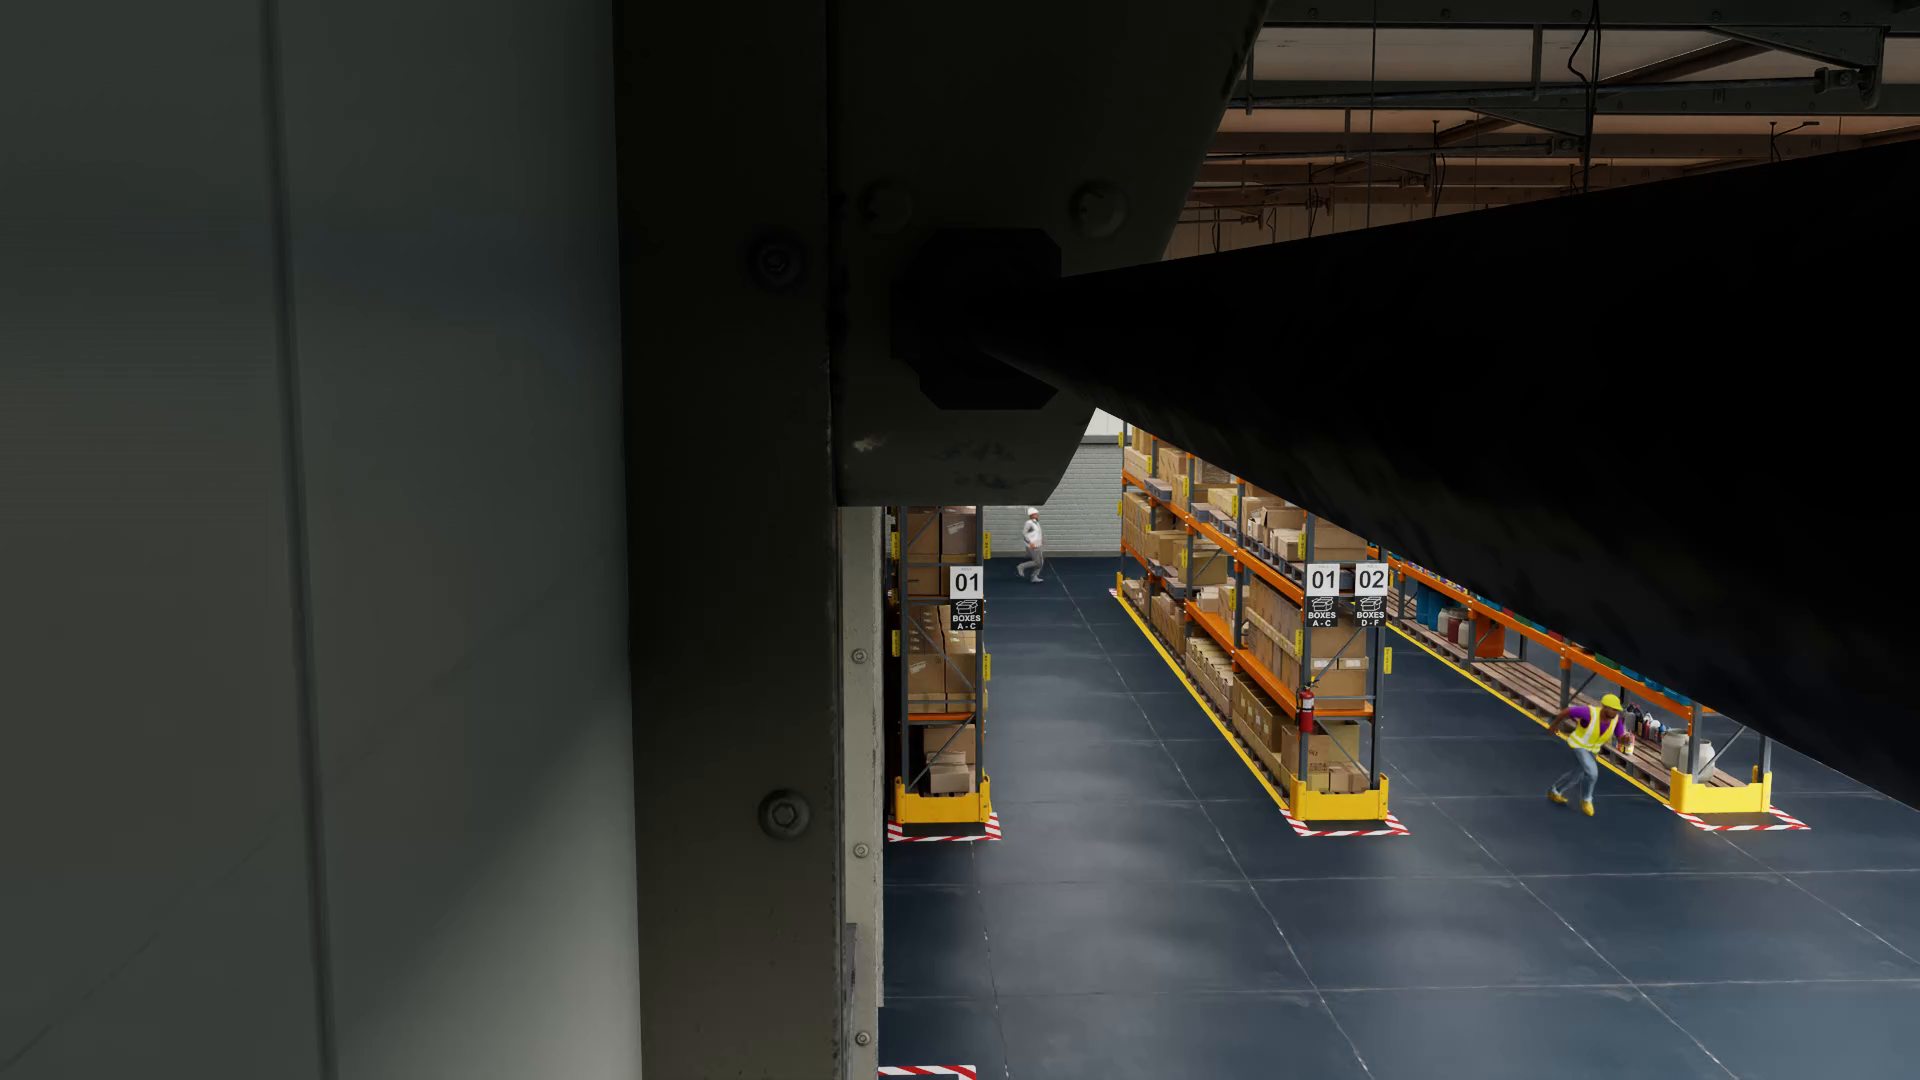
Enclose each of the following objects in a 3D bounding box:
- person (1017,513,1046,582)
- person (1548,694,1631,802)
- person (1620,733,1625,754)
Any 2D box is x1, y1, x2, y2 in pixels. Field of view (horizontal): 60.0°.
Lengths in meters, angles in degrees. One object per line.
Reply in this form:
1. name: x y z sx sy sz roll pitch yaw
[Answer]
1. person: 1.639 0.146 38.209 0.609 1.680 0.569 3 9 20
2. person: 7.859 2.590 20.799 0.694 1.478 1.114 -3 9 -22
3. person: 11.190 2.269 23.542 3.729 1.527 2.550 2 8 14
